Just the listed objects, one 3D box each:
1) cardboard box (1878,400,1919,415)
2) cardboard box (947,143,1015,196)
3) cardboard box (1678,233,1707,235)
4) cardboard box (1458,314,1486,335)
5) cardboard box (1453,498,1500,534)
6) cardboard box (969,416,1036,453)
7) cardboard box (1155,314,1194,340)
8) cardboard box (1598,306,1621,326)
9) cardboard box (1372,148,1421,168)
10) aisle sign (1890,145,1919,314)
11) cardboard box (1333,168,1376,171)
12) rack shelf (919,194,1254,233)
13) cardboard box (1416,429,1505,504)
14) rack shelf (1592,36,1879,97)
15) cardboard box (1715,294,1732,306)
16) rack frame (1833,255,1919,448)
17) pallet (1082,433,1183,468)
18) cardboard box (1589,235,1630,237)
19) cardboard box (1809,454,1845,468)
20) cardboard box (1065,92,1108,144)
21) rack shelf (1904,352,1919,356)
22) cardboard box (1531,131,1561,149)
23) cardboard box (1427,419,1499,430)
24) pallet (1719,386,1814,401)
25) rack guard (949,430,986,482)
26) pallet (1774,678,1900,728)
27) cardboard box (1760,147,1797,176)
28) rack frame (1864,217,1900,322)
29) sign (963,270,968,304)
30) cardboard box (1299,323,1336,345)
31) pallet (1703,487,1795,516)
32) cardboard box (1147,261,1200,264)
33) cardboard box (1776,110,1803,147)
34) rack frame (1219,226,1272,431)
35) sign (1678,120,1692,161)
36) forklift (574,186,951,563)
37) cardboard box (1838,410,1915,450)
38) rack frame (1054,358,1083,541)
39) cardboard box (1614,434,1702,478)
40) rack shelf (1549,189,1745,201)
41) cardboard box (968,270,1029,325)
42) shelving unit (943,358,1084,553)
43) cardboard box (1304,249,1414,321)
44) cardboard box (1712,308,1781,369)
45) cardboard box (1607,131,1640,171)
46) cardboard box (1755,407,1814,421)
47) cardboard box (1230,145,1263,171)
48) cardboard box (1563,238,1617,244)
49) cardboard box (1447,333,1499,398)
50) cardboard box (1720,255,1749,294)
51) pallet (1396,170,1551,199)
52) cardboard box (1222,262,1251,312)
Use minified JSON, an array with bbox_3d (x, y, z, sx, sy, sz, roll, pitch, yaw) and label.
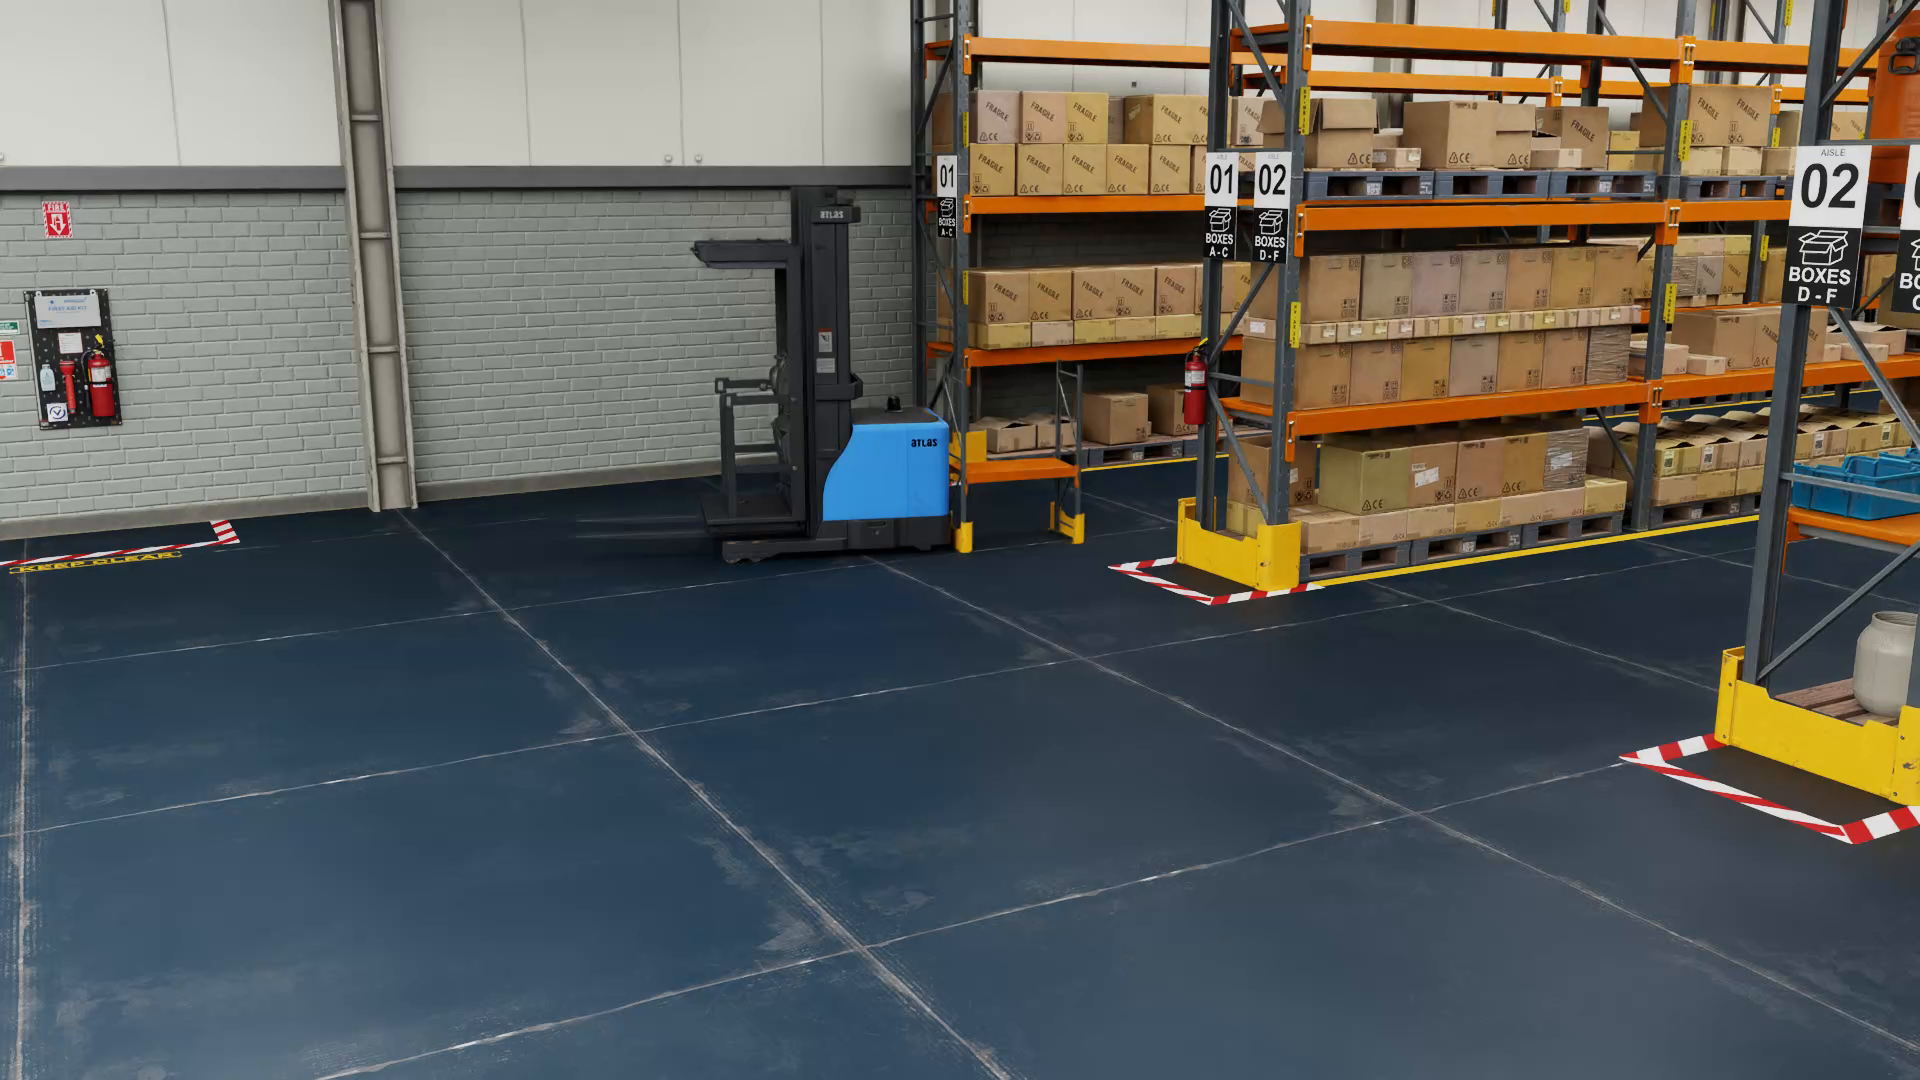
[{"bbox_3d":[9.899,-1.187,17.243,0.500,0.500,0.500,-6,14,-26],"label":"cardboard box"},{"bbox_3d":[0.205,-3.670,16.479,0.500,0.500,0.500,-6,14,-26],"label":"cardboard box"},{"bbox_3d":[9.796,-3.995,22.369,0.500,0.250,0.500,-6,14,-26],"label":"cardboard box"},{"bbox_3d":[3.966,-1.733,13.274,0.250,0.149,0.380,-7,14,-27],"label":"cardboard box"},{"bbox_3d":[4.064,-0.241,13.655,0.500,0.250,0.500,-7,14,-28],"label":"cardboard box"},{"bbox_3d":[0.443,-1.119,17.372,0.500,0.311,0.500,-9,15,-34],"label":"cardboard box"},{"bbox_3d":[2.157,-2.303,17.808,0.500,0.250,0.500,-7,14,-28],"label":"cardboard box"},{"bbox_3d":[5.326,-1.897,14.002,0.250,0.149,0.380,-7,15,-29],"label":"cardboard box"},{"bbox_3d":[3.286,-2.910,12.675,0.250,0.149,0.380,-7,14,-28],"label":"cardboard box"},{"bbox_3d":[4.616,-1.456,7.826,0.004,0.787,0.394,-7,14,-28],"label":"aisle sign"},{"bbox_3d":[4.362,-4.313,18.858,0.500,0.311,0.500,-6,14,-26],"label":"cardboard box"},{"bbox_3d":[1.548,-3.484,17.564,4.000,0.370,1.077,-7,14,-28],"label":"rack shelf"},{"bbox_3d":[4.064,-0.607,13.572,0.500,0.500,0.500,-7,14,-28],"label":"cardboard box"},{"bbox_3d":[7.435,-4.219,14.908,4.000,0.370,1.077,-7,14,-28],"label":"rack shelf"},{"bbox_3d":[9.954,-3.189,21.975,0.250,0.149,0.380,-7,14,-27],"label":"cardboard box"},{"bbox_3d":[9.191,-2.048,16.379,0.127,3.000,1.000,-7,14,-28],"label":"rack frame"},{"bbox_3d":[1.658,-1.015,18.137,1.213,0.211,1.003,-7,14,-28],"label":"pallet"},{"bbox_3d":[8.443,-3.831,21.639,0.500,0.250,0.500,-7,15,-29],"label":"cardboard box"},{"bbox_3d":[7.952,-0.702,15.703,0.500,0.250,0.500,-6,14,-27],"label":"cardboard box"},{"bbox_3d":[1.156,-4.263,16.839,0.500,0.500,0.500,-6,14,-26],"label":"cardboard box"},{"bbox_3d":[10.946,-1.908,17.393,4.000,0.370,1.077,-7,14,-28],"label":"rack shelf"},{"bbox_3d":[4.638,-3.262,13.866,0.500,0.311,0.500,-8,15,-31],"label":"cardboard box"},{"bbox_3d":[4.245,-0.763,14.266,0.500,0.500,0.500,-7,14,-28],"label":"cardboard box"},{"bbox_3d":[11.030,-2.128,23.083,1.213,0.211,1.003,-7,14,-28],"label":"pallet"},{"bbox_3d":[-0.141,-0.949,17.189,0.348,0.500,1.175,-7,14,-28],"label":"rack guard"},{"bbox_3d":[5.299,1.007,9.153,1.213,0.211,1.003,-7,14,-28],"label":"pallet"},{"bbox_3d":[7.387,-3.412,14.991,0.500,0.250,0.500,-8,15,-33],"label":"cardboard box"},{"bbox_3d":[13.836,-3.844,24.358,0.127,3.000,1.000,-7,14,-28],"label":"rack frame"},{"bbox_3d":[0.052,-2.479,16.320,0.005,0.325,0.100,-7,14,-28],"label":"sign"},{"bbox_3d":[2.617,-1.572,12.556,0.250,0.149,0.380,-7,14,-28],"label":"cardboard box"},{"bbox_3d":[7.380,-0.481,15.767,1.213,0.211,1.003,-7,14,-28],"label":"pallet"},{"bbox_3d":[2.335,-2.821,18.402,0.500,0.500,0.500,-7,14,-28],"label":"cardboard box"},{"bbox_3d":[11.085,-5.454,22.129,0.500,0.500,0.500,-7,14,-28],"label":"cardboard box"},{"bbox_3d":[3.303,-2.582,18.749,0.127,3.000,1.000,-7,14,-28],"label":"rack frame"},{"bbox_3d":[5.947,-3.275,13.639,0.005,0.325,0.100,-7,14,-28],"label":"sign"},{"bbox_3d":[-1.644,-1.373,13.534,3.031,2.935,1.130,-2,13,-11],"label":"forklift"},{"bbox_3d":[8.849,-1.083,16.117,0.500,0.311,0.500,-6,14,-26],"label":"cardboard box"},{"bbox_3d":[0.916,-0.760,14.070,0.032,1.500,0.500,-4,13,-19],"label":"rack frame"},{"bbox_3d":[6.162,-0.760,14.683,0.500,0.311,0.500,-7,14,-28],"label":"cardboard box"},{"bbox_3d":[8.569,-4.325,21.303,4.000,0.370,1.077,-7,14,-28],"label":"rack shelf"},{"bbox_3d":[0.355,-2.456,16.777,0.500,0.500,0.500,-7,14,-28],"label":"cardboard box"},{"bbox_3d":[0.444,-0.724,13.911,1.083,1.500,0.587,-4,13,-19],"label":"shelving unit"},{"bbox_3d":[3.090,-1.997,12.968,0.500,0.500,0.700,-7,15,-29],"label":"cardboard box"},{"bbox_3d":[7.264,-1.862,15.323,0.500,0.500,0.500,-7,14,-28],"label":"cardboard box"},{"bbox_3d":[8.144,-4.913,21.046,0.500,0.500,0.700,-6,14,-25],"label":"cardboard box"},{"bbox_3d":[8.133,-1.130,16.327,0.500,0.311,0.500,-7,15,-29],"label":"cardboard box"},{"bbox_3d":[2.976,-4.003,17.958,0.500,0.500,0.500,-6,14,-26],"label":"cardboard box"},{"bbox_3d":[7.807,-3.627,20.734,0.500,0.250,0.500,-7,14,-29],"label":"cardboard box"},{"bbox_3d":[3.942,-1.465,13.561,0.500,0.500,0.700,-6,14,-26],"label":"cardboard box"},{"bbox_3d":[10.041,-3.530,22.011,0.500,0.500,0.500,-7,15,-29],"label":"cardboard box"},{"bbox_3d":[3.874,-2.826,13.202,1.213,0.211,1.003,-7,14,-28],"label":"pallet"},{"bbox_3d":[3.036,-2.775,18.195,0.500,0.500,0.500,-7,14,-28],"label":"cardboard box"}]
